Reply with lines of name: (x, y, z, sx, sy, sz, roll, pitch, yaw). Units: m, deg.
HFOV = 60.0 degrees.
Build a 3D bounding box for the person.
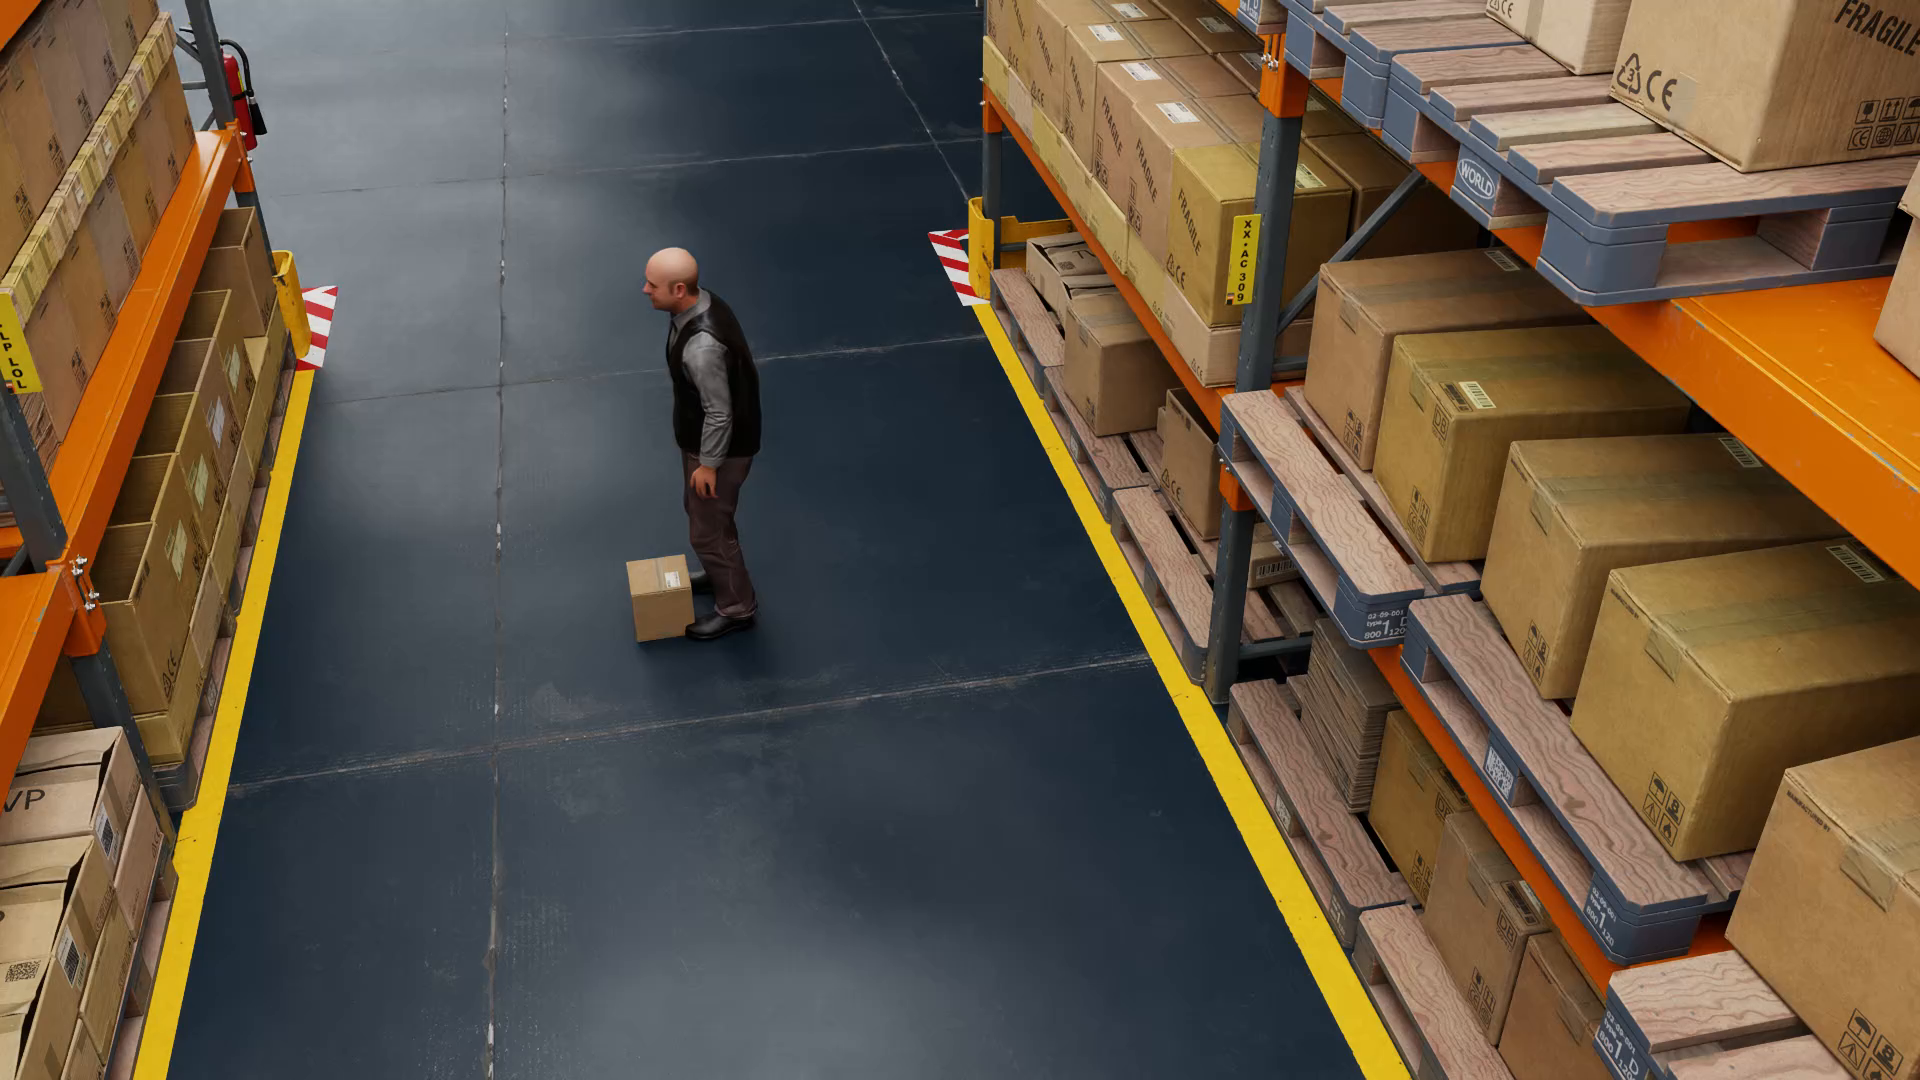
person: (-1.007, -0.402, 6.757, 0.418, 1.721, 0.581, -7, 35, -10)
